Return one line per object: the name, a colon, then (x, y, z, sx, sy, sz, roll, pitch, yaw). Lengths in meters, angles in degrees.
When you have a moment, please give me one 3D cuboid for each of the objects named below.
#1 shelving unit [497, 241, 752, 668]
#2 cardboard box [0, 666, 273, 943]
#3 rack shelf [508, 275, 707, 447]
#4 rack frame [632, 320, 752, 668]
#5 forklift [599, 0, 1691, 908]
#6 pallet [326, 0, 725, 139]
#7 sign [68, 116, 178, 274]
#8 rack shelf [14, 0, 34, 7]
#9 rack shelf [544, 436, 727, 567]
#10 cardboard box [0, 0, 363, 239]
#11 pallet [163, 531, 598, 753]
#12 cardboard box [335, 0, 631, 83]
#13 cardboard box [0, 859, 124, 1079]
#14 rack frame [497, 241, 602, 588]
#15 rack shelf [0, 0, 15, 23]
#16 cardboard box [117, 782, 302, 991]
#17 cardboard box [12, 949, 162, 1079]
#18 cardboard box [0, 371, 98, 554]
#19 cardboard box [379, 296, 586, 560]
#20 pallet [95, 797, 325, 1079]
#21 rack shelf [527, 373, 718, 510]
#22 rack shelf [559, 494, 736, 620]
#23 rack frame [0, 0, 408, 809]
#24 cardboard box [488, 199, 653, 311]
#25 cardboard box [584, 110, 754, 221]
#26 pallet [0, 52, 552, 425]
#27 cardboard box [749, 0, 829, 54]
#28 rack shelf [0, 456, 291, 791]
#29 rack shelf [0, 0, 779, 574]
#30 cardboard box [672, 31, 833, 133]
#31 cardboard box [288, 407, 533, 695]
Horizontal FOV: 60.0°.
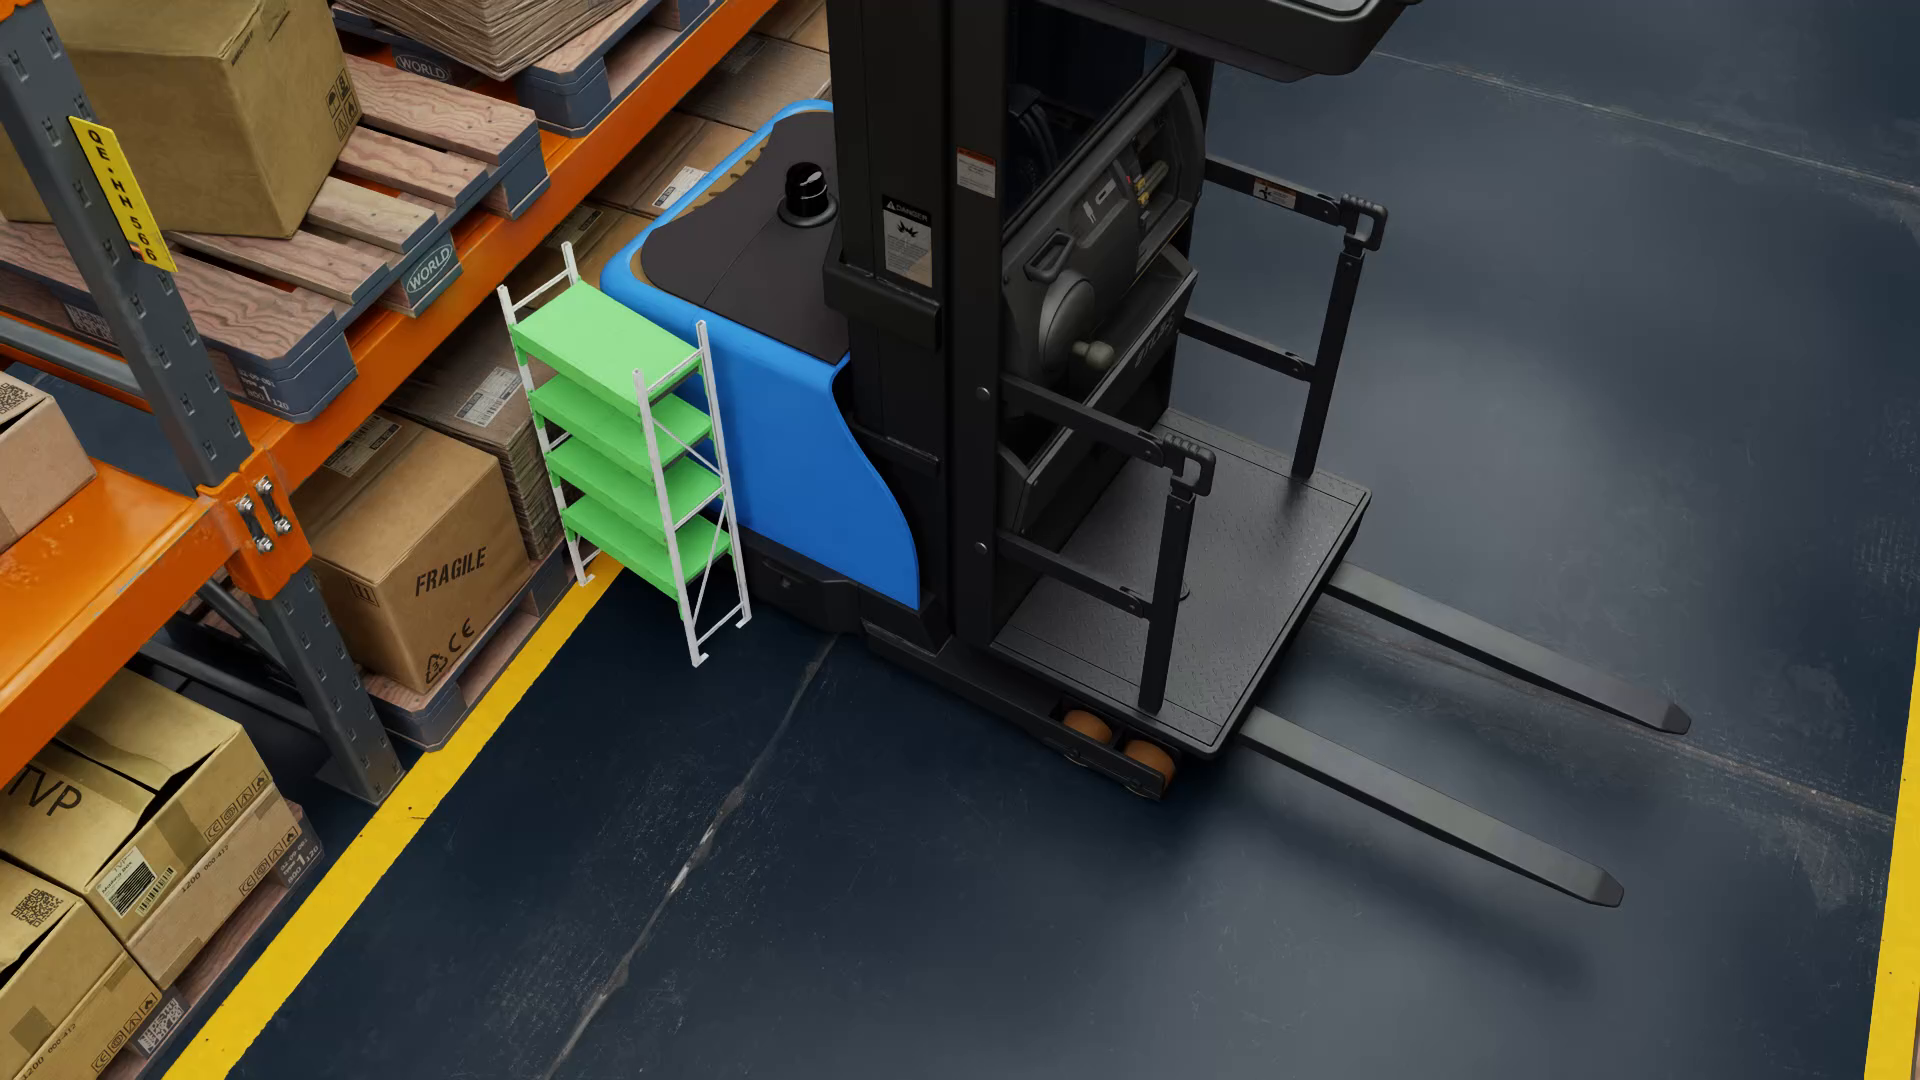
shelving unit: (-0.904, -0.201, 4.633, 0.503, 1.200, 0.258, 31, 56, 24)
cardboard box: (-2.038, 0.582, 3.947, 0.500, 0.311, 0.500, 21, 53, 17)
rack shelf: (-0.904, -0.470, 4.316, 0.480, 0.148, 0.258, 31, 56, 24)
rack frame: (-0.713, -0.085, 4.534, 0.015, 1.200, 0.240, 31, 56, 24)
forklift: (0.534, -0.701, 3.922, 3.031, 2.935, 1.130, 25, 54, 20)
pallet: (-1.211, -1.711, 4.862, 1.003, 0.211, 1.213, 20, 52, 16)
sign: (-1.534, -0.629, 3.056, 0.100, 0.325, 0.005, 20, 52, 16)
rack shelf: (-1.183, -2.549, 3.952, 1.077, 0.370, 4.000, 20, 52, 16)
rack shelf: (-0.904, -0.159, 4.682, 0.480, 0.148, 0.258, 31, 56, 24)
cardboard box: (-1.870, -1.071, 3.851, 0.700, 0.500, 0.500, 4, 50, 4)
pallet: (-1.684, -0.031, 5.137, 1.003, 0.211, 1.213, 20, 52, 16)
cardboard box: (-1.307, -1.639, 4.334, 0.700, 0.500, 0.500, 29, 56, 23)
cardboard box: (-2.255, 0.942, 3.641, 0.500, 0.311, 0.500, 19, 52, 16)
rack frame: (-1.094, -0.317, 4.732, 0.015, 1.200, 0.240, 31, 56, 24)
rack shelf: (-2.892, 0.206, 1.608, 1.077, 0.370, 4.000, 20, 52, 16)
cardboard box: (-2.041, 0.764, 4.160, 0.500, 0.250, 0.500, 21, 53, 17)
cardboard box: (-2.258, 1.120, 3.857, 0.500, 0.250, 0.500, 19, 52, 16)
cardboard box: (-2.232, -0.167, 3.481, 0.500, 0.311, 0.500, 23, 53, 18)
cardboard box: (-1.366, -0.348, 4.929, 0.500, 0.500, 0.500, 18, 52, 15)
pallet: (-2.424, 1.025, 4.239, 1.003, 0.211, 1.213, 20, 52, 16)
rack shelf: (-0.904, -0.315, 4.499, 0.480, 0.148, 0.258, 31, 56, 24)
rack shelf: (-0.904, -0.004, 4.864, 0.480, 0.148, 0.258, 31, 56, 24)
rack frame: (-2.037, -0.432, 3.648, 1.000, 3.000, 0.127, 20, 52, 16)
cardboard box: (-1.147, -0.691, 5.221, 0.500, 0.500, 0.500, 19, 52, 16)
cardboard box: (-0.929, -1.052, 5.528, 0.500, 0.500, 0.500, 18, 52, 15)
pallet: (-1.811, -0.860, 4.138, 1.213, 0.211, 1.003, 20, 52, 16)
cardboard box: (-0.499, -1.749, 6.121, 0.500, 0.500, 0.500, 20, 52, 16)
rack shelf: (-2.892, 1.178, 2.750, 1.077, 0.370, 4.000, 20, 52, 16)
rack shelf: (-1.183, -1.576, 5.094, 1.077, 0.370, 4.000, 20, 52, 16)
cardboard box: (-0.713, -1.403, 5.827, 0.500, 0.500, 0.500, 20, 53, 17)
cardboard box: (-1.584, 0.015, 4.620, 0.500, 0.500, 0.500, 22, 53, 18)
